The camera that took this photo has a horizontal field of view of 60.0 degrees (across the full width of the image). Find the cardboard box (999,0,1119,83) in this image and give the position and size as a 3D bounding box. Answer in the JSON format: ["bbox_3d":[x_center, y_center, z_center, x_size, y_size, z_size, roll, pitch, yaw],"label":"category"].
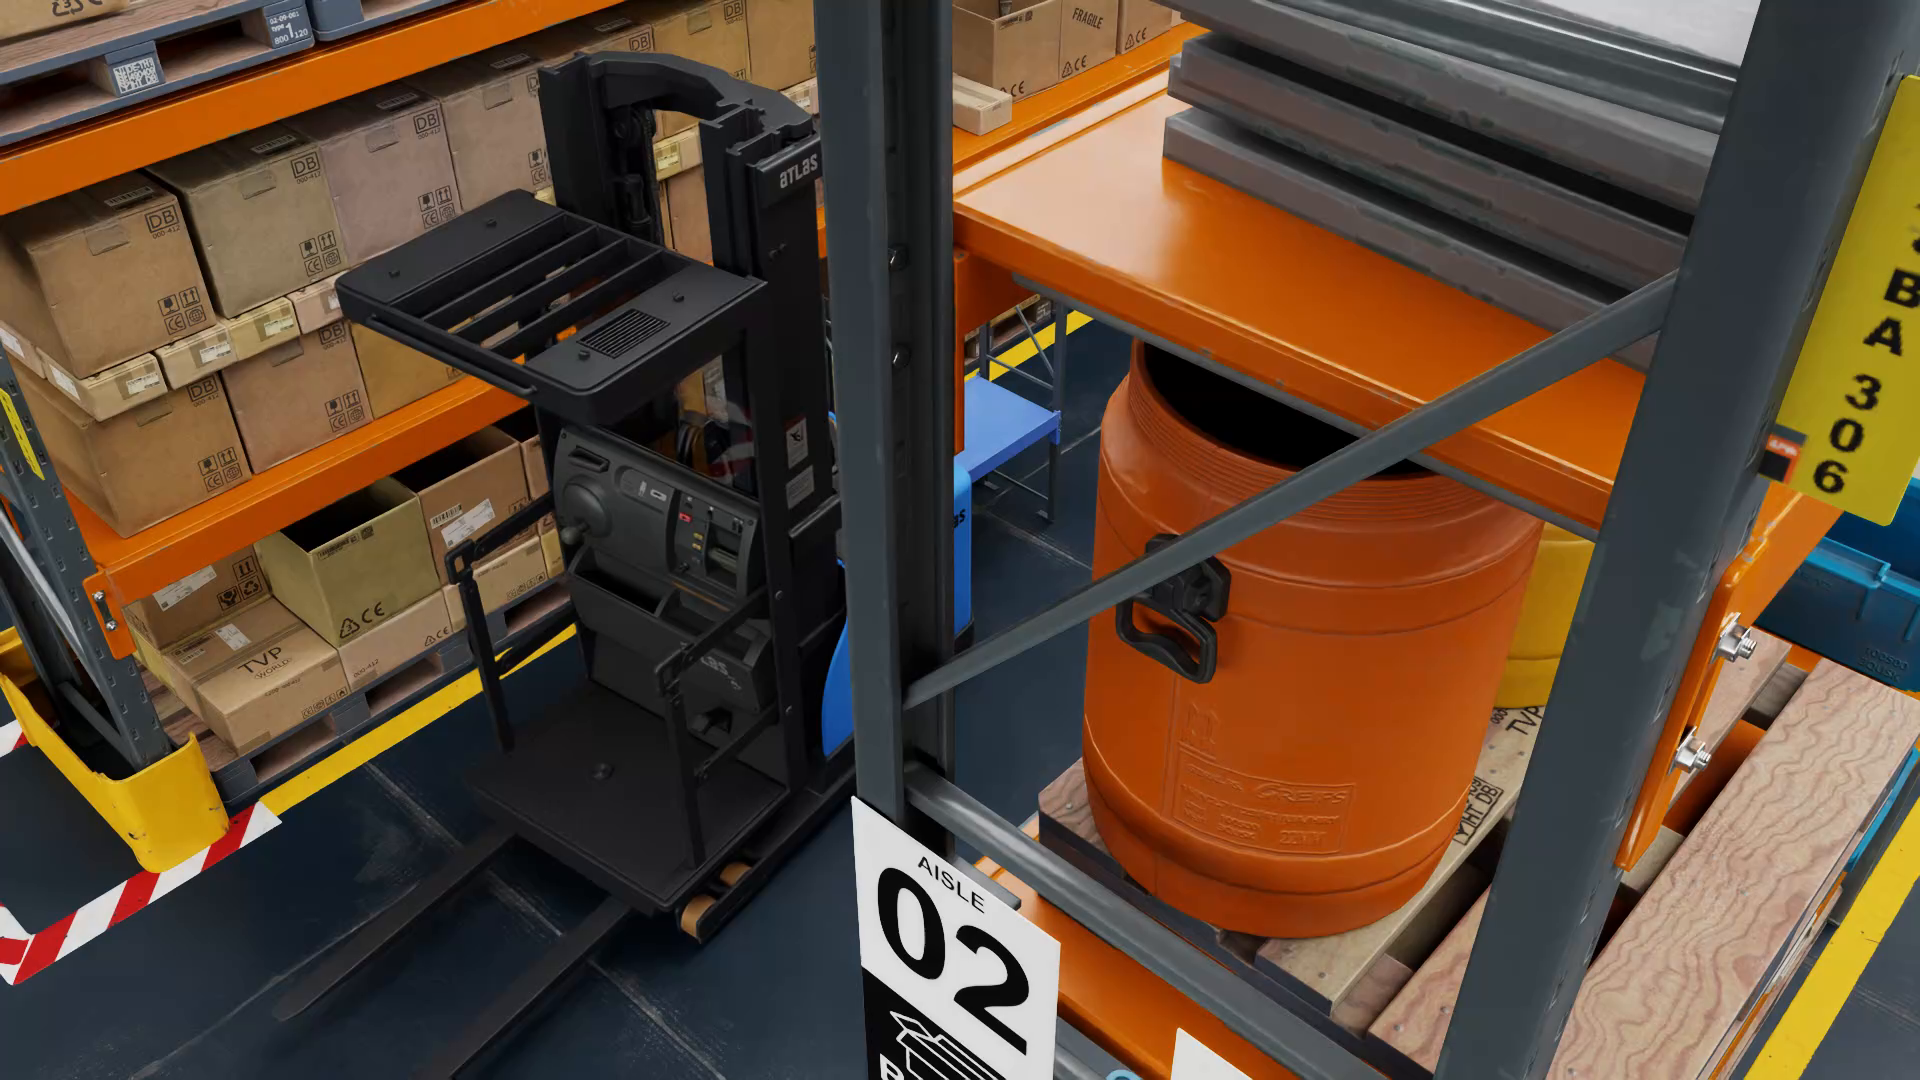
[{"bbox_3d":[0.524,-2.902,9.192,0.500,0.500,0.500,30,47,32],"label":"cardboard box"}]

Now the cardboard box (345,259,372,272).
[{"bbox_3d":[-2.279,-1.065,6.361,0.380,0.149,0.250,28,46,31],"label":"cardboard box"}]

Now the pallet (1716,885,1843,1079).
[{"bbox_3d":[2.471,1.420,6.079,1.003,0.211,1.213,30,47,32],"label":"pallet"}]

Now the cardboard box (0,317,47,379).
[{"bbox_3d":[-3.281,-0.755,5.972,0.380,0.149,0.250,29,47,31],"label":"cardboard box"}]

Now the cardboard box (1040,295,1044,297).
[{"bbox_3d":[0.449,-1.687,9.617,0.500,0.250,0.500,28,46,31],"label":"cardboard box"}]

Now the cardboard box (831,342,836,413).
[{"bbox_3d":[-0.851,-0.828,8.536,0.500,0.250,0.500,30,47,32],"label":"cardboard box"}]

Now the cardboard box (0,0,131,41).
[{"bbox_3d":[-3.007,-1.903,5.073,0.637,0.503,0.797,-31,48,-33],"label":"cardboard box"}]

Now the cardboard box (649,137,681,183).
[{"bbox_3d":[-1.412,-1.656,7.104,0.380,0.149,0.250,29,47,32],"label":"cardboard box"}]

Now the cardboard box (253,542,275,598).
[{"bbox_3d":[-2.926,0.100,7.370,0.500,0.250,0.500,30,47,32],"label":"cardboard box"}]

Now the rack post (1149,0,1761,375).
[{"bbox_3d":[0.860,-0.571,1.924,0.954,0.300,0.937,-29,47,-31],"label":"rack post"}]

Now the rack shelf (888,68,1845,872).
[{"bbox_3d":[1.605,-0.954,2.902,1.077,0.370,4.000,30,47,32],"label":"rack shelf"}]

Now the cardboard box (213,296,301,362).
[{"bbox_3d":[-2.629,-0.826,6.061,0.380,0.149,0.250,30,47,32],"label":"cardboard box"}]

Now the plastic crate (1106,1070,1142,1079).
[{"bbox_3d":[0.373,1.578,3.759,0.499,0.251,0.616,30,47,32],"label":"plastic crate"}]

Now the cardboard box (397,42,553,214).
[{"bbox_3d":[-2.010,-1.693,6.630,0.700,0.500,0.500,30,47,32],"label":"cardboard box"}]

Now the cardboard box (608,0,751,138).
[{"bbox_3d":[-1.334,-2.152,7.207,0.700,0.500,0.500,30,47,32],"label":"cardboard box"}]

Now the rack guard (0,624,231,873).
[{"bbox_3d":[-3.414,0.783,6.647,1.175,0.500,0.348,30,47,32],"label":"rack guard"}]

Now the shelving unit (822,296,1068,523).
[{"bbox_3d":[-0.058,-0.548,7.517,0.538,1.500,1.048,30,47,32],"label":"shelving unit"}]

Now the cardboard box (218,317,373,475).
[{"bbox_3d":[-2.723,-0.698,6.421,0.700,0.500,0.500,31,48,33],"label":"cardboard box"}]

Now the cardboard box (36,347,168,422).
[{"bbox_3d":[-2.974,-0.590,5.763,0.380,0.149,0.250,29,47,32],"label":"cardboard box"}]

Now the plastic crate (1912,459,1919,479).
[{"bbox_3d":[2.170,-0.126,3.584,0.243,0.136,0.396,30,47,32],"label":"plastic crate"}]

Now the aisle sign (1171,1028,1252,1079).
[{"bbox_3d":[0.424,1.013,2.260,0.394,0.787,0.004,30,47,32],"label":"aisle sign"}]

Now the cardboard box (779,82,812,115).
[{"bbox_3d":[-0.893,-2.010,7.549,0.380,0.149,0.250,29,47,31],"label":"cardboard box"}]

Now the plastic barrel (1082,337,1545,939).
[{"bbox_3d":[0.490,0.092,2.416,0.600,0.830,0.708,30,47,32],"label":"plastic barrel"}]

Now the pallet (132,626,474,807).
[{"bbox_3d":[-2.913,0.516,7.215,1.003,0.211,1.213,30,47,32],"label":"pallet"}]

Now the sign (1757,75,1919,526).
[{"bbox_3d":[0.659,-0.158,1.171,0.100,0.325,0.005,30,47,32],"label":"sign"}]

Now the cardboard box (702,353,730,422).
[{"bbox_3d":[-1.197,-0.896,8.020,0.500,0.500,0.500,30,47,32],"label":"cardboard box"}]

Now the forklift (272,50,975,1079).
[{"bbox_3d":[-1.198,-0.013,5.695,1.130,2.935,3.031,24,44,27],"label":"forklift"}]

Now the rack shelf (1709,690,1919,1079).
[{"bbox_3d":[1.605,1.238,4.645,1.077,0.370,4.000,30,47,32],"label":"rack shelf"}]

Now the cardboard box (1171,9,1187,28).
[{"bbox_3d":[1.180,-3.174,9.817,0.250,0.149,0.380,-30,48,-32],"label":"cardboard box"}]

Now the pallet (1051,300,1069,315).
[{"bbox_3d":[0.592,-1.871,10.217,1.003,0.211,1.213,30,47,32],"label":"pallet"}]

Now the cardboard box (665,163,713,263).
[{"bbox_3d":[-1.345,-1.632,7.595,0.700,0.500,0.500,29,47,31],"label":"cardboard box"}]

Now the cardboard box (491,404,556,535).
[{"bbox_3d":[-1.858,-0.429,7.433,0.500,0.500,0.500,30,47,32],"label":"cardboard box"}]

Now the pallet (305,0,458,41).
[{"bbox_3d":[-2.079,-2.223,6.080,1.003,0.211,1.213,30,47,32],"label":"pallet"}]

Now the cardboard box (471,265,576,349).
[{"bbox_3d":[-2.031,-1.167,7.011,0.700,0.500,0.500,31,48,33],"label":"cardboard box"}]

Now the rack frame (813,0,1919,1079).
[{"bbox_3d":[0.256,-0.473,1.398,1.000,3.000,0.127,30,47,32],"label":"rack frame"}]

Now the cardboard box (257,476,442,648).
[{"bbox_3d":[-2.536,0.028,6.857,0.500,0.500,0.500,30,47,32],"label":"cardboard box"}]

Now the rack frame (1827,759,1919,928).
[{"bbox_3d":[2.954,0.037,5.577,1.000,3.000,0.127,30,47,32],"label":"rack frame"}]

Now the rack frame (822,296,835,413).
[{"bbox_3d":[-0.400,-0.314,7.224,0.500,1.500,0.032,30,47,32],"label":"rack frame"}]

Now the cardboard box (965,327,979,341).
[{"bbox_3d":[-0.244,-1.214,9.022,0.500,0.250,0.500,28,47,31],"label":"cardboard box"}]

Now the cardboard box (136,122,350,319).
[{"bbox_3d":[-2.687,-1.231,6.049,0.700,0.500,0.500,28,46,31],"label":"cardboard box"}]

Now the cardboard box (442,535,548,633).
[{"bbox_3d":[-2.200,0.091,7.380,0.500,0.250,0.500,30,47,32],"label":"cardboard box"}]

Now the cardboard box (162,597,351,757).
[{"bbox_3d":[-2.872,0.552,6.801,0.500,0.250,0.500,30,47,32],"label":"cardboard box"}]

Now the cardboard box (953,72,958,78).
[{"bbox_3d":[-0.242,-2.473,8.841,0.396,0.266,0.258,28,47,31],"label":"cardboard box"}]
